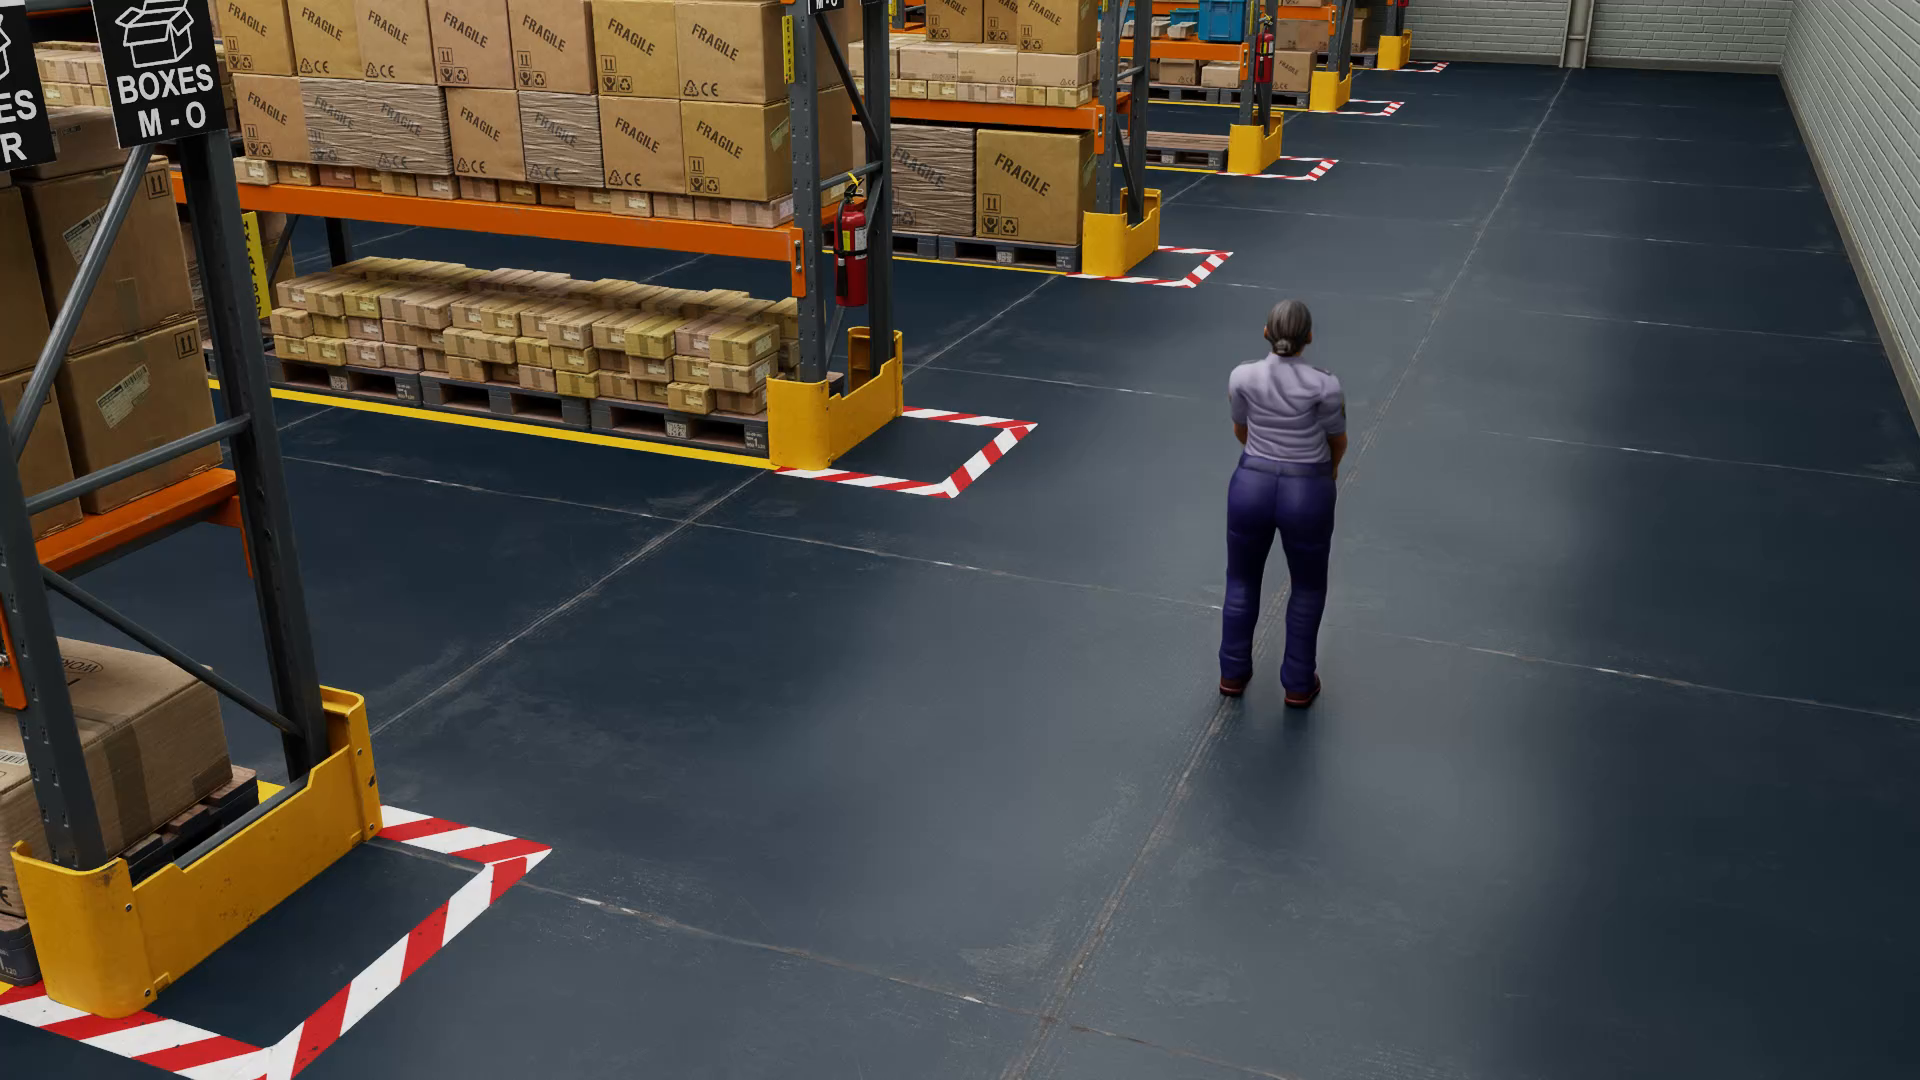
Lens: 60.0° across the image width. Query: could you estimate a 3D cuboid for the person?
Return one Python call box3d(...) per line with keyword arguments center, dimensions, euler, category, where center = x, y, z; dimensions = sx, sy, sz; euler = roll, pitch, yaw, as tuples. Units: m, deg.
box3d(center=(1.278, -0.172, 6.541), dimensions=(0.449, 1.643, 0.522), euler=(9, 24, 21), category="person")
